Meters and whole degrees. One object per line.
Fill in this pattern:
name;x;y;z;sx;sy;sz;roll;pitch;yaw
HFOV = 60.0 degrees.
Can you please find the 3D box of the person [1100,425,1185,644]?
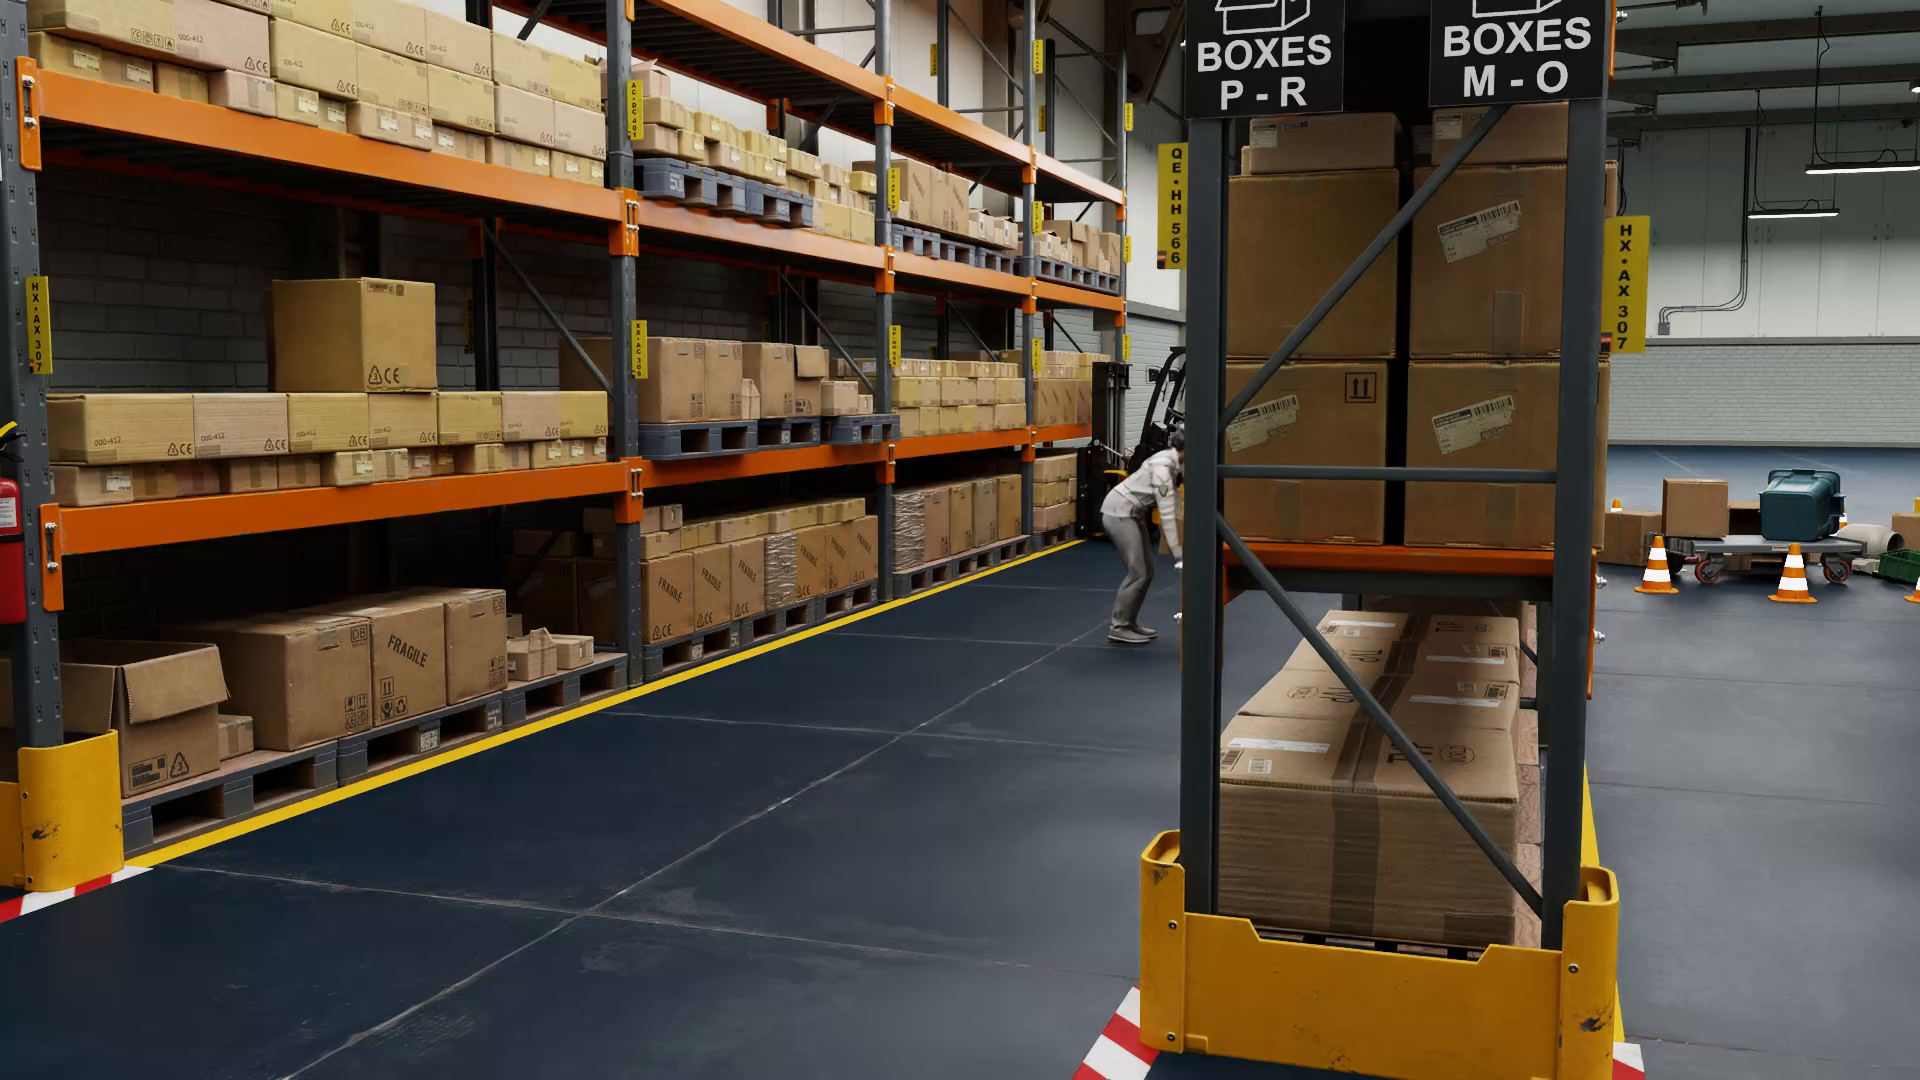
person;1.332;-0.043;11.267;0.756;1.474;0.414;2;6;17
